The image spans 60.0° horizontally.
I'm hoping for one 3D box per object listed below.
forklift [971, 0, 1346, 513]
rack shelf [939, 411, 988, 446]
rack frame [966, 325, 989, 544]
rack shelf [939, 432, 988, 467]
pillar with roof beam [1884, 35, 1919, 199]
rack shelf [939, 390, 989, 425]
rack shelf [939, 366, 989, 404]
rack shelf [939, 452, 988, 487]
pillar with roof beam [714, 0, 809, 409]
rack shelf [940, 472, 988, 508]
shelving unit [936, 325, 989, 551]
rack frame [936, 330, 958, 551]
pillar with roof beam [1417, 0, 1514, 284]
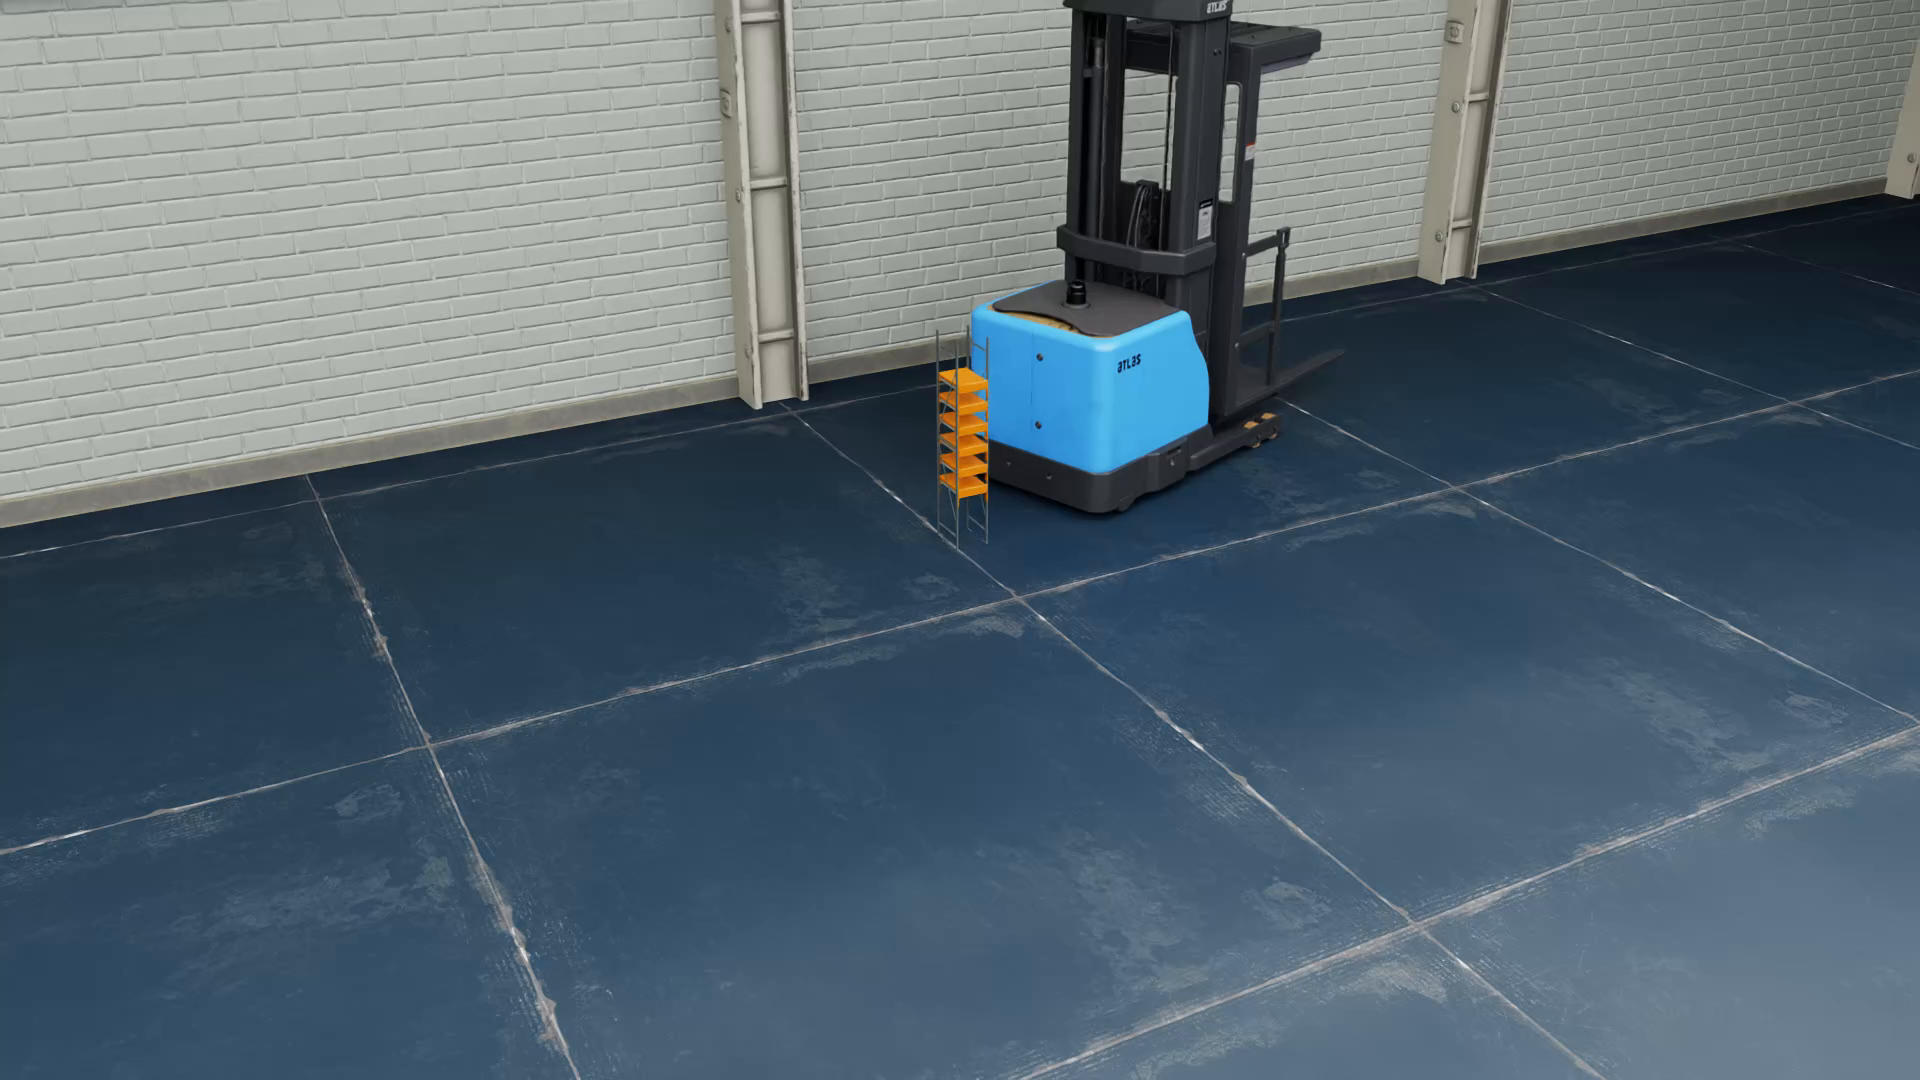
[{"bbox_3d":[1.405,-2.029,10.089,1.130,2.935,3.031,21,33,37],"label":"forklift"},{"bbox_3d":[0.013,-0.612,8.964,0.180,0.103,0.258,-13,29,-25],"label":"rack shelf"},{"bbox_3d":[0.094,-0.562,9.035,0.006,1.200,0.240,-13,29,-25],"label":"rack frame"},{"bbox_3d":[0.013,-0.504,9.016,0.180,0.103,0.258,-13,29,-25],"label":"rack shelf"},{"bbox_3d":[11.352,-5.824,10.983,0.400,9.000,9.100,-13,29,-25],"label":"pillar with roof beam"},{"bbox_3d":[0.013,-0.720,8.912,0.180,0.103,0.258,-13,29,-25],"label":"rack shelf"},{"bbox_3d":[0.013,-0.828,8.860,0.180,0.103,0.258,-13,29,-25],"label":"rack shelf"},{"bbox_3d":[0.013,-0.396,9.068,0.180,0.103,0.258,-13,29,-25],"label":"rack shelf"},{"bbox_3d":[0.763,-3.380,5.892,0.400,9.000,9.100,-13,29,-25],"label":"pillar with roof beam"},{"bbox_3d":[0.013,-0.287,9.120,0.180,0.103,0.258,-13,29,-25],"label":"rack shelf"},{"bbox_3d":[0.013,-0.544,8.996,0.189,1.200,0.258,-13,29,-25],"label":"shelving unit"},{"bbox_3d":[-0.068,-0.525,8.958,0.006,1.200,0.240,-13,29,-25],"label":"rack frame"},{"bbox_3d":[6.057,-4.602,8.438,0.400,9.000,9.100,-13,29,-25],"label":"pillar with roof beam"}]
